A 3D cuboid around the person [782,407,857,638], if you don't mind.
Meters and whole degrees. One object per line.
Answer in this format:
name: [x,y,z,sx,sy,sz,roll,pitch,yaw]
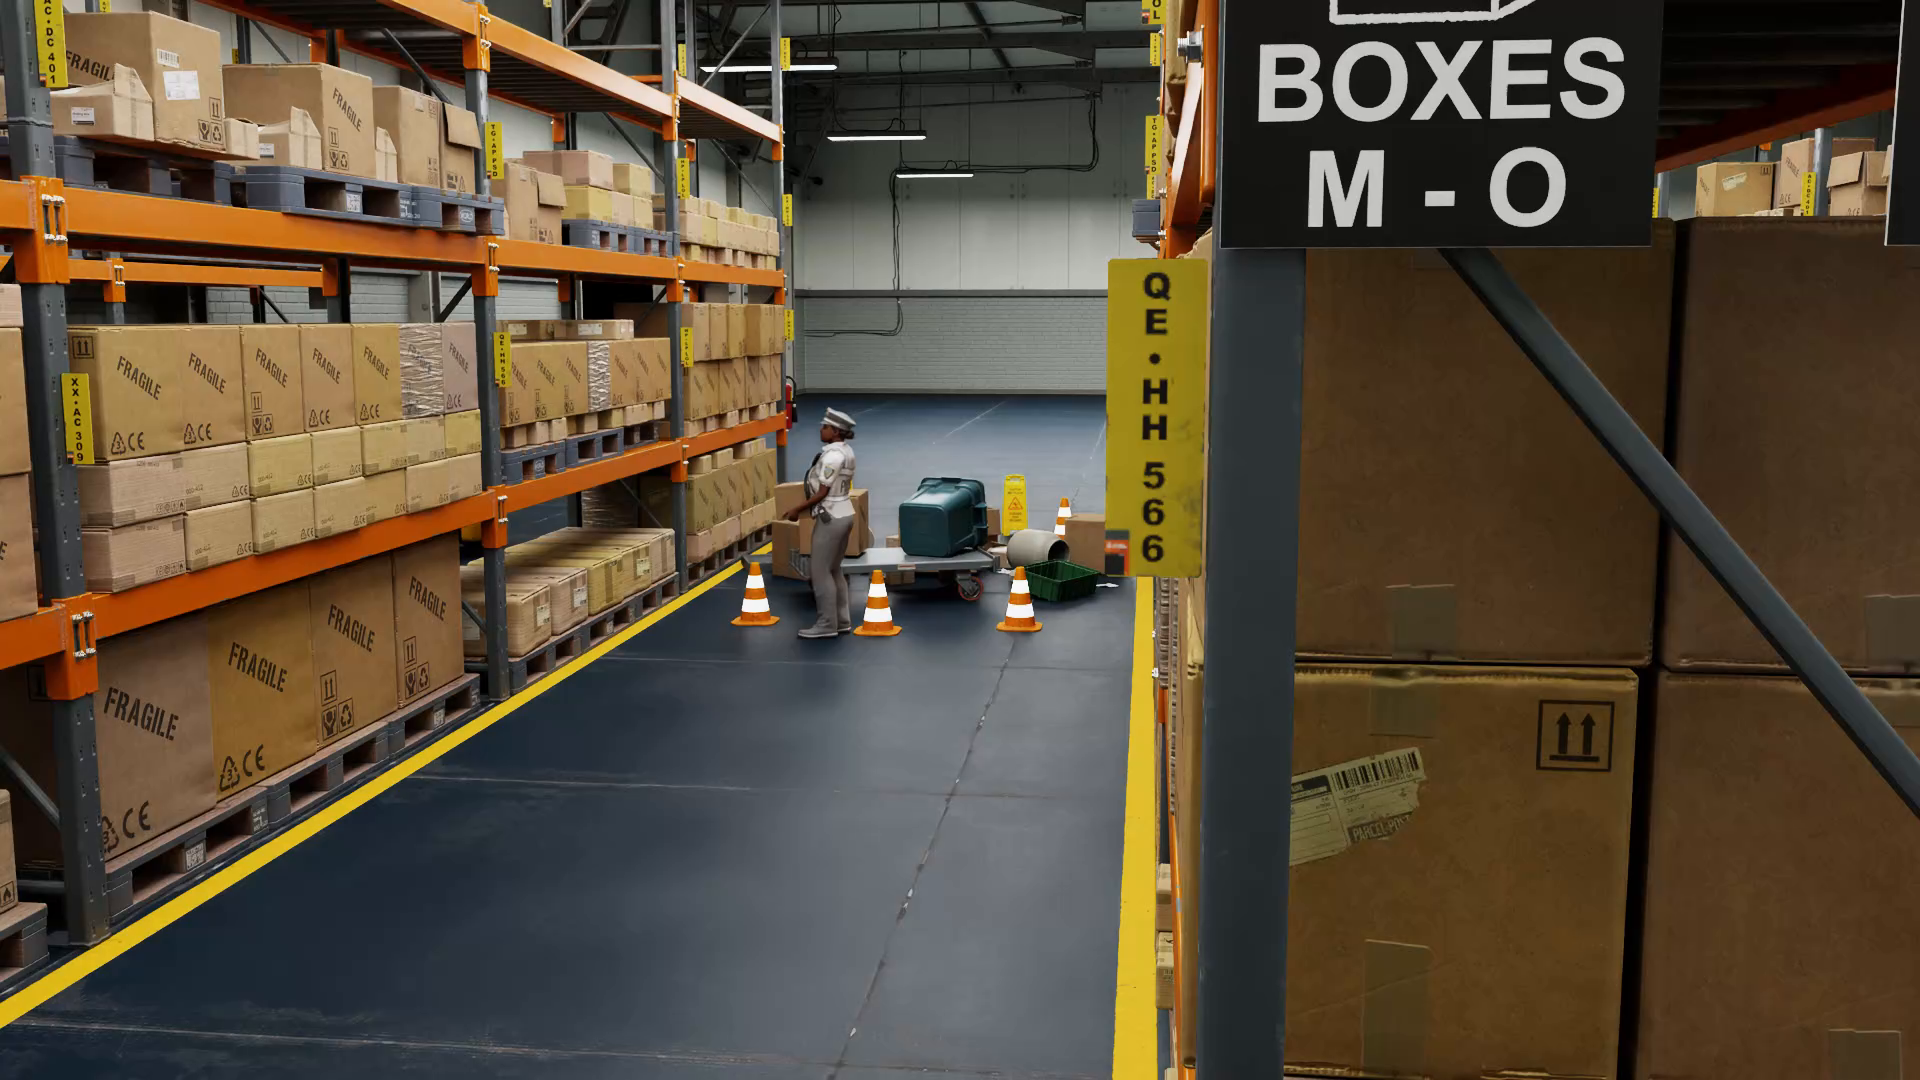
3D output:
person: [-1.012,-0.133,12.187,0.534,1.688,0.450,1,8,7]
